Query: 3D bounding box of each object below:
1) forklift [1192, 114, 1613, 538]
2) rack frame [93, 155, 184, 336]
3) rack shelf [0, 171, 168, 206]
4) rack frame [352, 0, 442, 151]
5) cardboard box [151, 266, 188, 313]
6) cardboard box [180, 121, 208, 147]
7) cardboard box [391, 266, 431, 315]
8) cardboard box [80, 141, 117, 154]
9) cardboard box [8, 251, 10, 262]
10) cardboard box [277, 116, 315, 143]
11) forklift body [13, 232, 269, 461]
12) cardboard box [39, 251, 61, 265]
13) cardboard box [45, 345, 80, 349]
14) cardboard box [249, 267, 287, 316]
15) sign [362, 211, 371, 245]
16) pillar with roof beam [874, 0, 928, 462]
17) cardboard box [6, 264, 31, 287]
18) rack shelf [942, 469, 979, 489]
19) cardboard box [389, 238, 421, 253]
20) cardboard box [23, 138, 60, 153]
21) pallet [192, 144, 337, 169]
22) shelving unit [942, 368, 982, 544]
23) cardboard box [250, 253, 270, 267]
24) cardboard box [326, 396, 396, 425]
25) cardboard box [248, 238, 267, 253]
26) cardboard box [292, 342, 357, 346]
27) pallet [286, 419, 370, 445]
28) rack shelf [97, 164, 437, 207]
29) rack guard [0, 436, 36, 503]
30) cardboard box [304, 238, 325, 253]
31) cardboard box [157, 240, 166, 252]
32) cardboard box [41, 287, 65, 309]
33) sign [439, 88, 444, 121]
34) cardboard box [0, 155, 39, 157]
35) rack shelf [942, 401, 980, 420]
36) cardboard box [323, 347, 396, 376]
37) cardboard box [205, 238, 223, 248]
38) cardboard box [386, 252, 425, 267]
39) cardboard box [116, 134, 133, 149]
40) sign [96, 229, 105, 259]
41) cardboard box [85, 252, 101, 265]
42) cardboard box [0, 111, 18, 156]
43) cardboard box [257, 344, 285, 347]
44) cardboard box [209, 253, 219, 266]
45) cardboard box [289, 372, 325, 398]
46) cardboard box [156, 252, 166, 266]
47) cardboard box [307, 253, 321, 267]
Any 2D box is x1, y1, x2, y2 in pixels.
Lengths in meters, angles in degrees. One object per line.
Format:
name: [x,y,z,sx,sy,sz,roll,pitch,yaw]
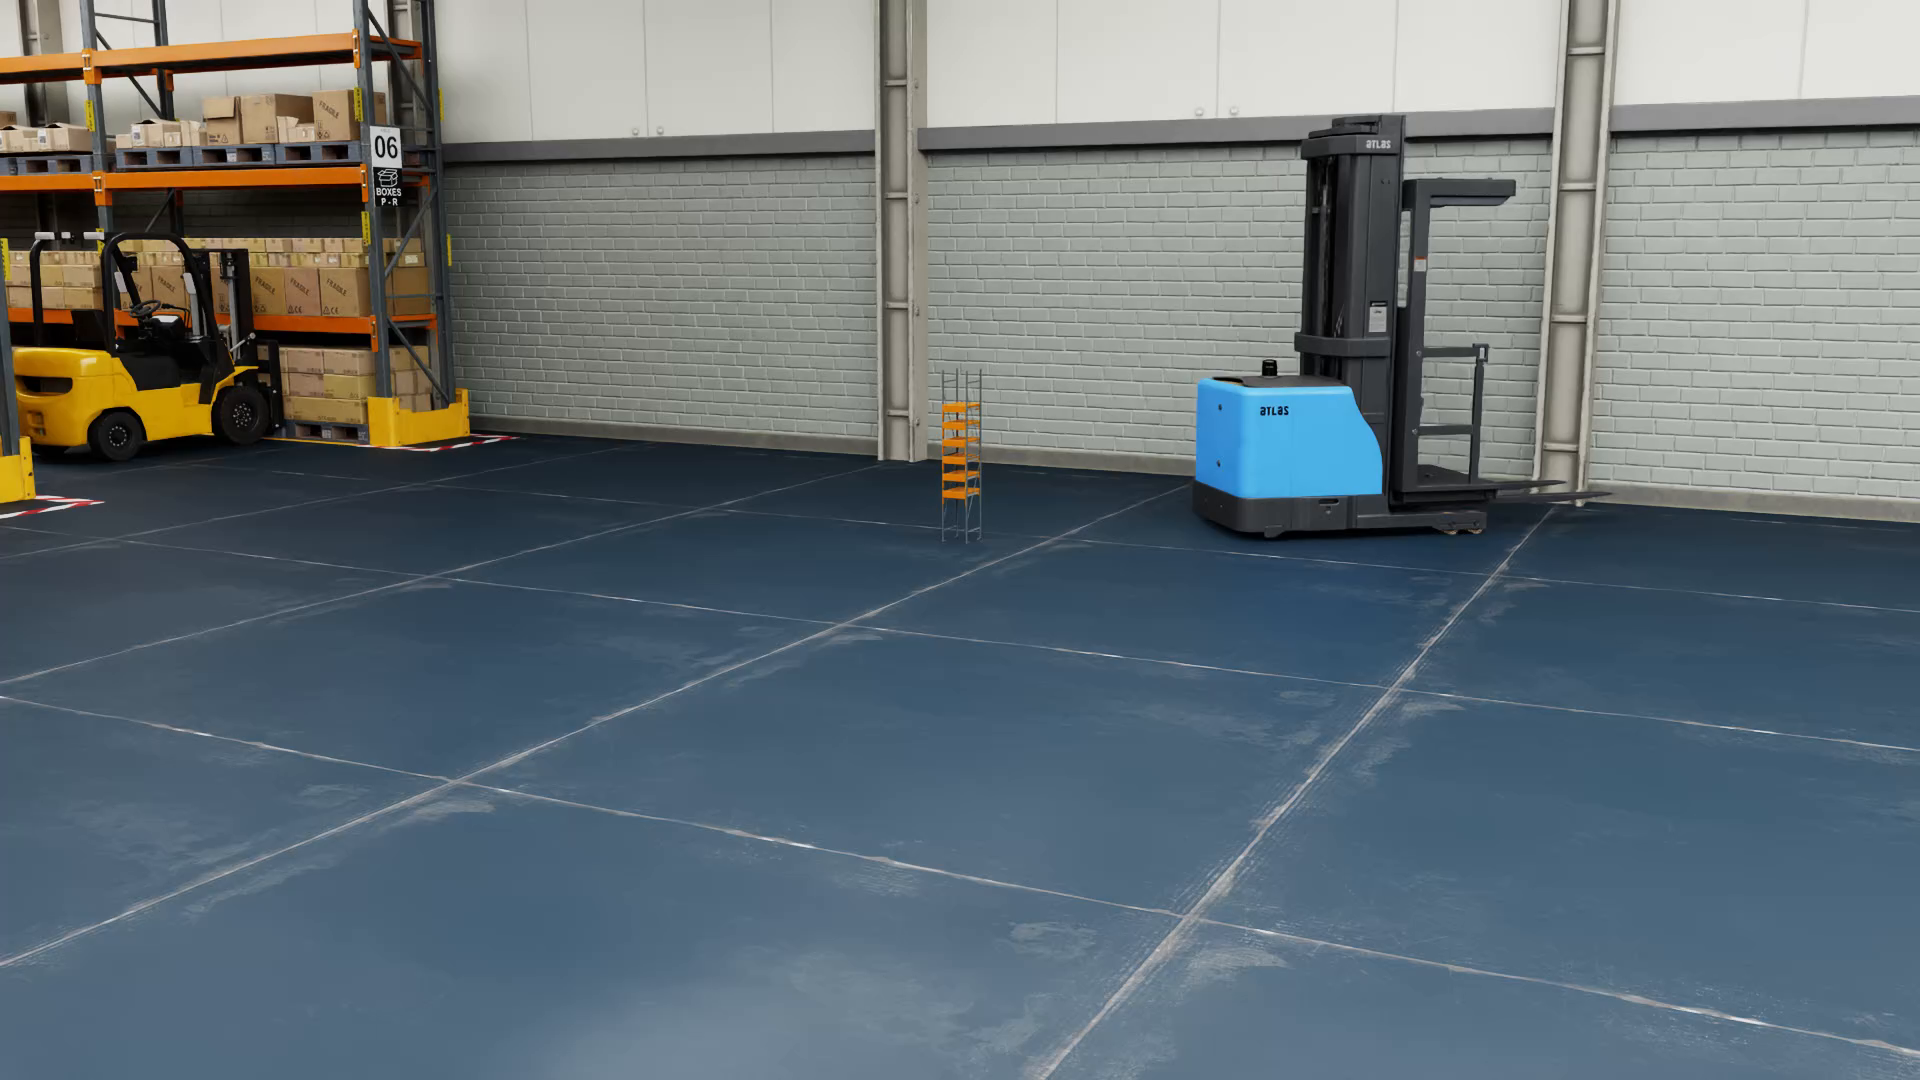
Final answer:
forklift: [3.322,-1.569,12.170,3.031,2.935,1.130,-2,10,-12]
rack frame: [-9.291,-2.845,19.026,0.127,3.000,1.000,5,11,26]
rack shelf: [-11.084,-4.124,19.694,4.000,0.370,1.077,5,11,26]
rack frame: [-5.703,-5.482,16.750,0.127,3.000,1.000,5,11,26]
cardboard box: [-8.534,-2.779,18.381,0.500,0.500,0.500,5,12,27]
cardboard box: [-8.094,-4.345,17.810,0.258,0.266,0.396,5,11,24]
cardboard box: [-6.025,-2.662,17.736,0.500,0.500,0.500,5,12,28]
cardboard box: [-9.965,-4.551,19.278,0.250,0.149,0.380,5,11,26]
cardboard box: [-11.126,-3.309,19.489,0.250,0.149,0.380,5,11,24]
cardboard box: [-6.808,-4.232,17.186,0.258,0.266,0.396,5,11,26]
forklift body: [-8.211,-1.970,16.576,1.214,2.155,2.313,5,11,26]
cardboard box: [-10.425,-3.249,19.159,0.250,0.149,0.380,5,11,24]
cardboard box: [-10.456,-1.985,19.762,0.625,0.625,0.875,5,11,25]
cardboard box: [-7.182,-2.658,17.715,0.500,0.500,0.500,5,11,25]
sign: [-5.956,-3.130,16.687,0.005,0.325,0.100,5,11,26]
pillar with roof beam: [-2.453,-4.520,11.437,0.400,9.000,9.100,5,11,26]
cardboard box: [-10.764,-3.095,19.428,0.500,0.250,0.500,5,12,27]
rack shelf: [0.013,-0.427,11.646,0.180,0.103,0.258,5,11,26]
cardboard box: [-5.910,-3.105,17.526,0.250,0.149,0.380,5,11,25]
cardboard box: [-10.411,-4.491,18.946,0.250,0.149,0.380,5,11,26]
pallet: [-7.424,-4.118,17.886,1.213,0.211,1.003,5,11,26]
shelving unit: [0.013,-0.589,11.617,0.189,1.200,0.258,5,11,26]
cardboard box: [-7.300,-2.978,17.658,0.250,0.149,0.380,5,11,26]
cardboard box: [-6.265,-1.370,17.418,0.500,0.250,0.500,5,11,26]
cardboard box: [-7.307,-3.123,17.628,0.250,0.149,0.380,5,12,27]
cardboard box: [-6.944,-2.023,18.221,0.500,0.250,0.500,5,11,25]
pallet: [-6.408,-1.211,17.829,1.213,0.211,1.003,5,11,26]
rack shelf: [-7.497,-3.809,17.952,4.000,0.370,1.077,5,11,26]
rack guard: [-7.965,-0.512,13.158,0.348,0.500,1.175,5,11,26]
cardboard box: [-6.600,-3.070,17.331,0.250,0.149,0.380,5,12,27]
cardboard box: [-8.629,-3.262,18.395,0.250,0.149,0.380,5,11,25]
cardboard box: [-10.312,-2.808,19.242,0.500,0.250,0.500,5,11,25]
sign: [-5.453,-4.563,17.419,0.005,0.325,0.100,5,11,26]
cardboard box: [-11.308,-4.682,19.950,0.250,0.166,0.380,5,11,26]
rack shelf: [0.013,-0.900,11.561,0.180,0.103,0.258,5,11,26]
cardboard box: [-6.254,-1.862,17.328,0.500,0.250,0.500,5,12,28]
cardboard box: [-7.946,-3.198,18.041,0.250,0.149,0.380,5,11,26]
cardboard box: [-5.893,-2.966,17.594,0.250,0.149,0.380,5,11,24]
cardboard box: [-9.023,-4.369,18.271,0.250,0.149,0.380,5,12,27]
sign: [-9.522,-3.288,18.447,0.005,0.325,0.100,5,11,26]
cardboard box: [-9.695,-3.205,18.912,0.250,0.149,0.380,5,12,28]
cardboard box: [-11.423,-4.765,19.472,0.500,0.500,0.500,5,12,27]
cardboard box: [-7.623,-1.980,17.983,0.500,0.250,0.500,5,11,25]
cardboard box: [-7.986,-3.041,18.006,0.250,0.149,0.380,5,11,24]
cardboard box: [-6.723,-1.659,17.611,0.500,0.250,0.500,5,11,25]
cardboard box: [-8.642,-3.110,18.388,0.250,0.149,0.380,5,11,26]
cardboard box: [-6.586,-2.926,17.373,0.250,0.149,0.380,5,12,27]
